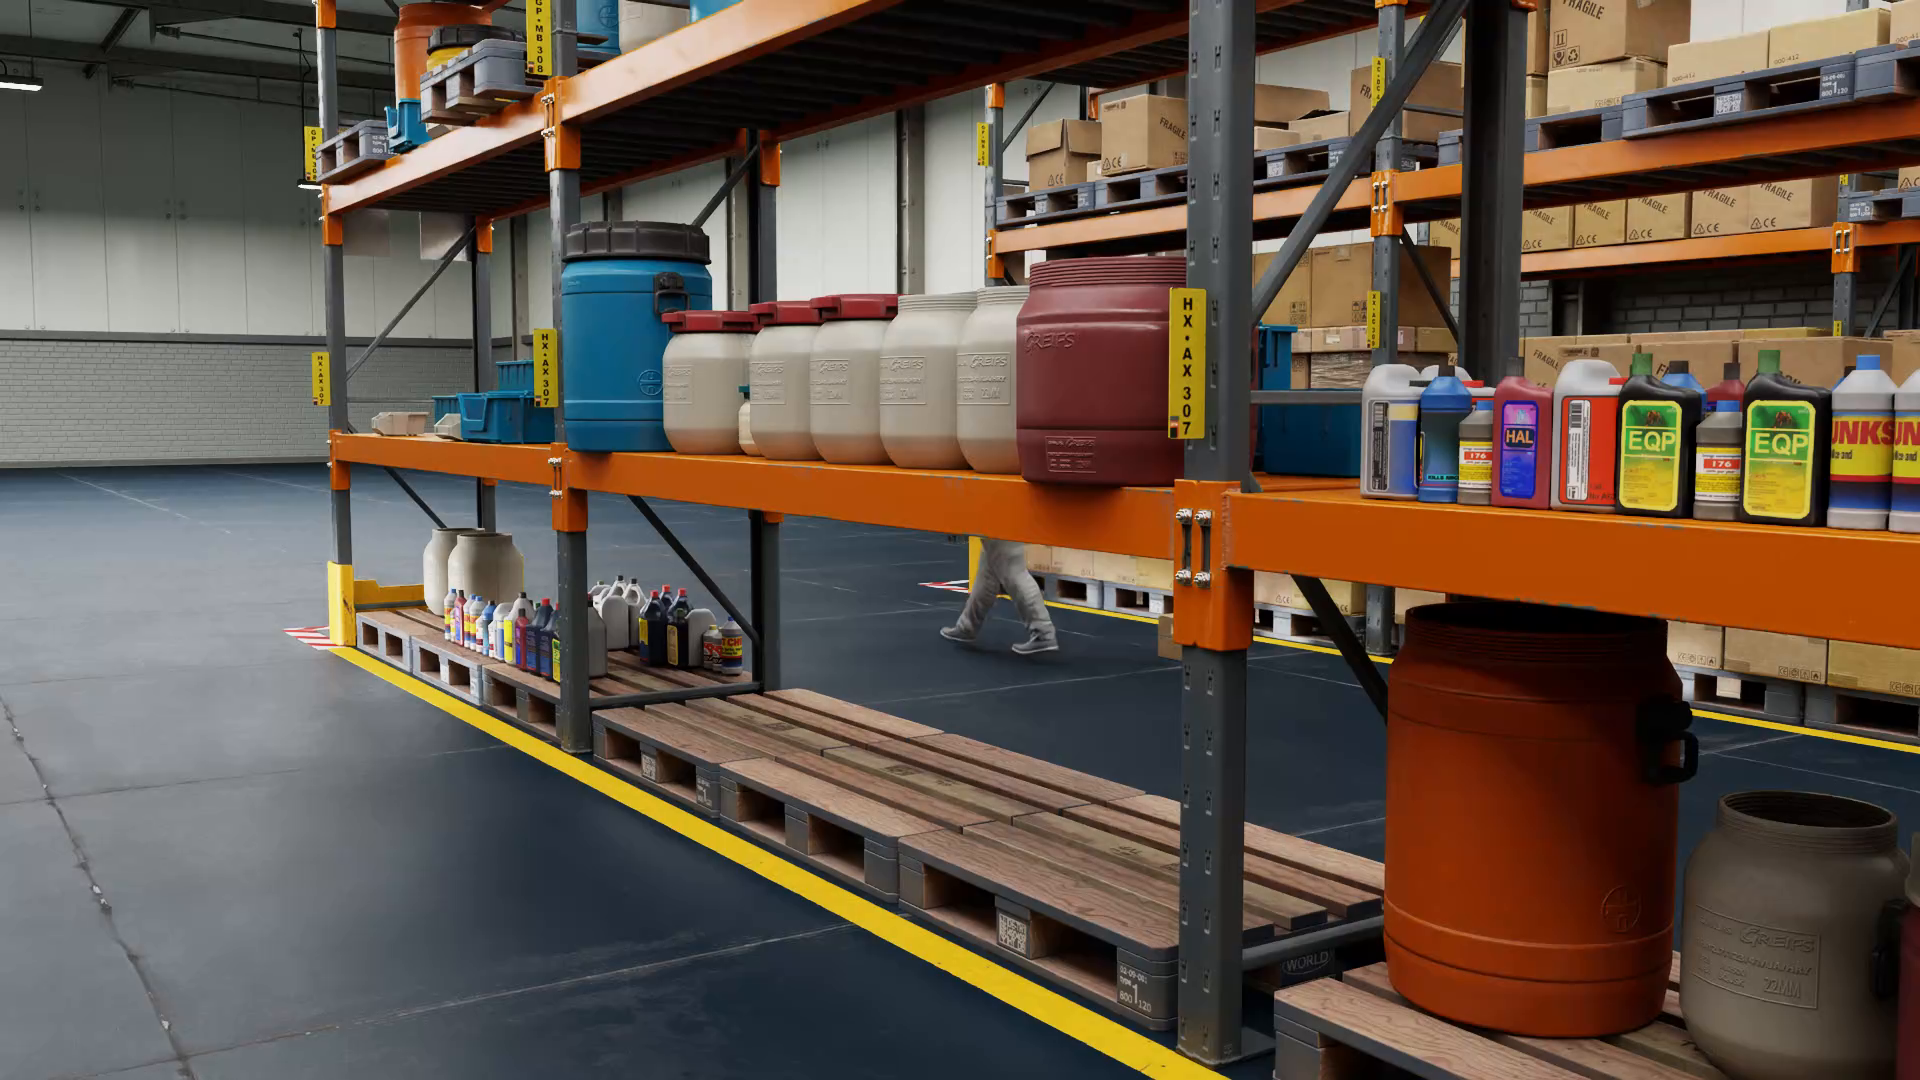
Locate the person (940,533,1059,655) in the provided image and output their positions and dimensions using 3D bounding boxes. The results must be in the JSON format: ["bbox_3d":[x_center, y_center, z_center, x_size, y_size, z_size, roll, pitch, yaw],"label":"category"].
[{"bbox_3d":[0.190,-0.153,9.798,0.983,1.600,0.520,3,6,35],"label":"person"}]
